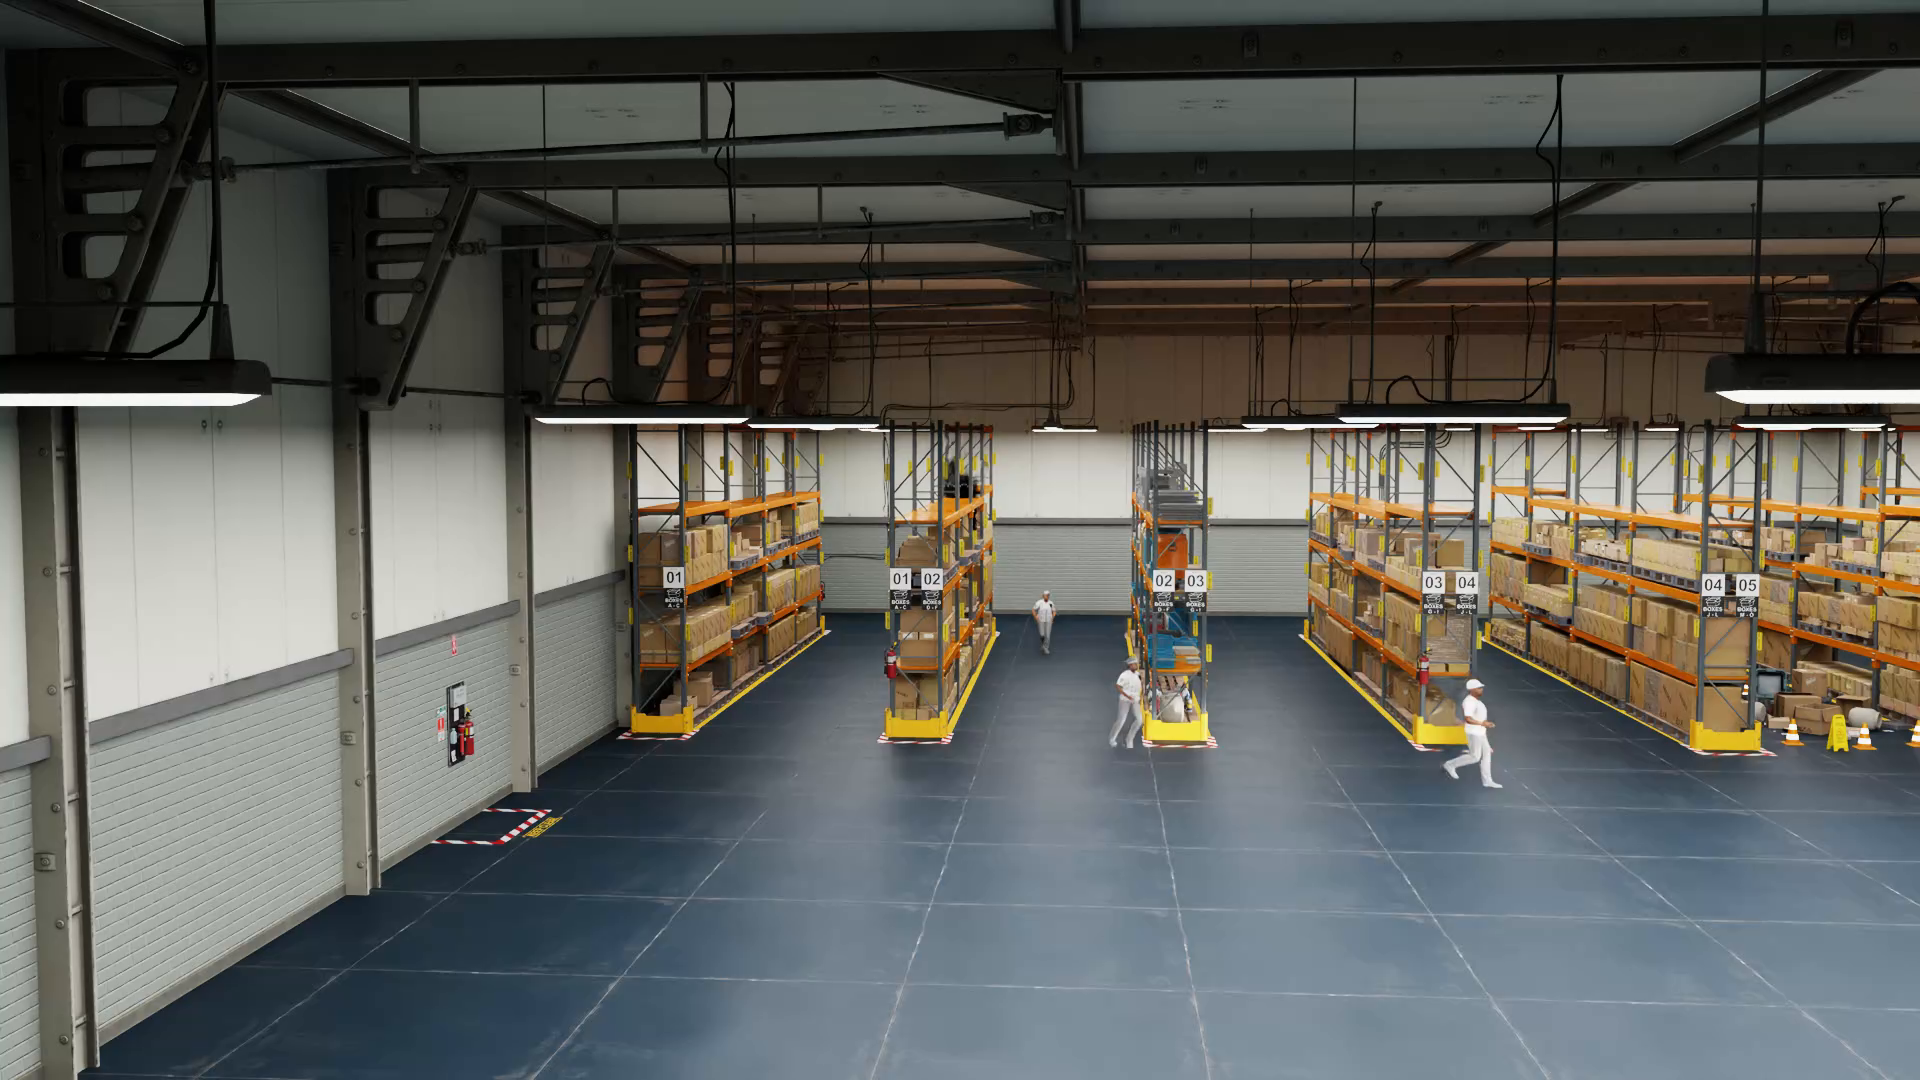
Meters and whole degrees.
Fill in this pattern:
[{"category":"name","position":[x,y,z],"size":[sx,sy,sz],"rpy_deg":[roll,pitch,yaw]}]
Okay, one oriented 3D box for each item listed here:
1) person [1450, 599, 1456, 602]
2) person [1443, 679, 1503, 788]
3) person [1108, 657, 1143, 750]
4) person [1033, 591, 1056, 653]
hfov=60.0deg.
[{"category":"person","position":[13.968,1.949,47.321],"size":[0.743,1.553,0.550],"rpy_deg":[-1,4,-21]},{"category":"person","position":[8.337,3.132,26.964],"size":[0.923,1.751,0.699],"rpy_deg":[2,4,27]},{"category":"person","position":[3.114,2.976,30.461],"size":[0.654,1.695,0.660],"rpy_deg":[-2,4,-30]},{"category":"person","position":[2.237,2.165,43.587],"size":[0.615,1.618,0.489],"rpy_deg":[0,4,-7]}]
